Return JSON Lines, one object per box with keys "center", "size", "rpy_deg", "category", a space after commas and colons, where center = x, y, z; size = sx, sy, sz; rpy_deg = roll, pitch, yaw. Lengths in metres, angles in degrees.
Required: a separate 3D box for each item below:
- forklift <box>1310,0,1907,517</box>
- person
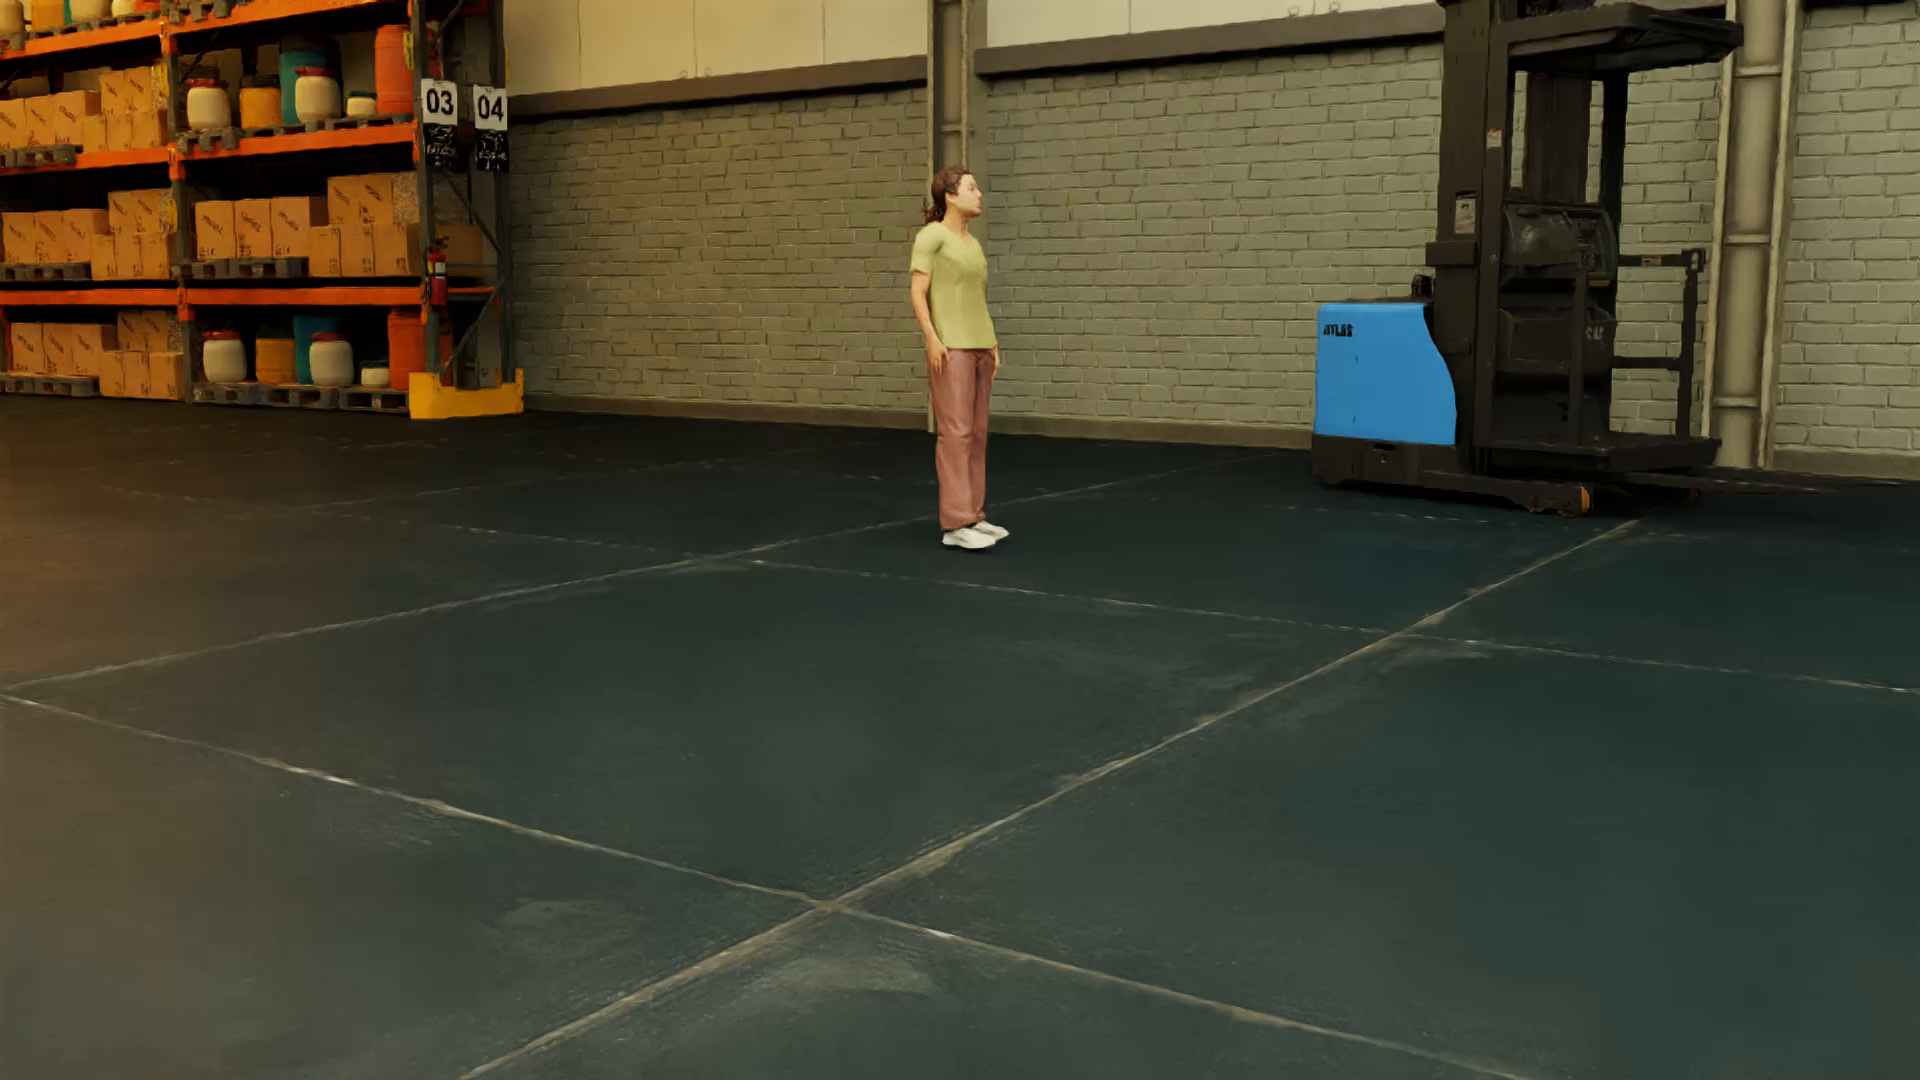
{"center": [3.344, -1.643, 8.750], "size": [1.130, 2.935, 3.031], "rpy_deg": [-6, 10, -36], "category": "forklift"}
{"center": [0.055, -0.824, 7.435], "size": [0.548, 1.663, 0.554], "rpy_deg": [5, 10, 34], "category": "person"}
